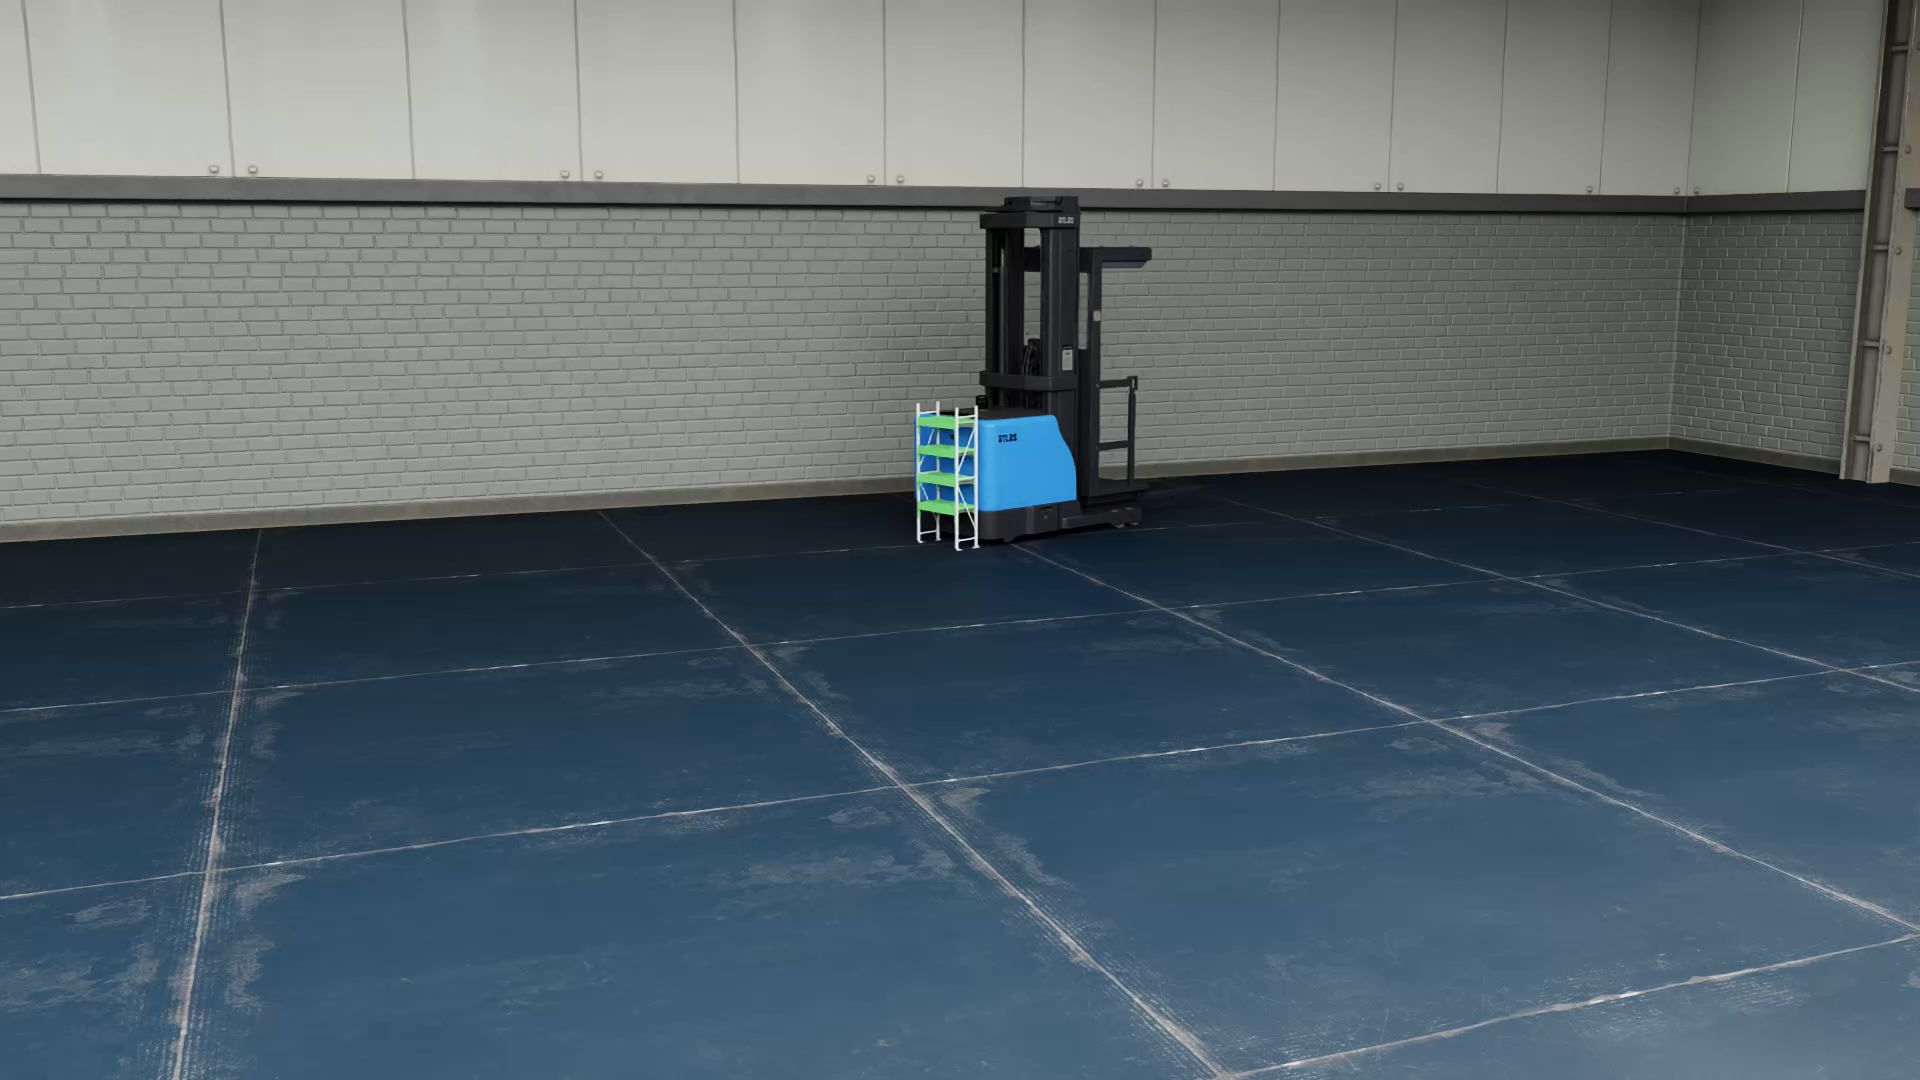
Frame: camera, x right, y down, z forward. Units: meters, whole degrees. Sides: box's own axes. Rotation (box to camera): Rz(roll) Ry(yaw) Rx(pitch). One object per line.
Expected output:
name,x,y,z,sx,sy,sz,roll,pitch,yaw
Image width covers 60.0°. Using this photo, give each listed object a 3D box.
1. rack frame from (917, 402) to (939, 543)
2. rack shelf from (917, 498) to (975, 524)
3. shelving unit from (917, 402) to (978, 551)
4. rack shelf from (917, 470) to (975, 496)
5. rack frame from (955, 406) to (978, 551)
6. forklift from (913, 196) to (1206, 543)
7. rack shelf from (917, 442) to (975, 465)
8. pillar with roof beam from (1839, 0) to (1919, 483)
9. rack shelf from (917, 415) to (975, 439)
rack frame,-0.272,-0.577,14.238,0.240,1.200,0.015,-9,13,-41
rack shelf,-0.109,-0.246,14.113,0.258,0.148,0.480,-9,13,-41
shelving unit,-0.109,-0.545,14.059,0.258,1.200,0.503,-9,13,-41
rack shelf,-0.109,-0.482,14.071,0.258,0.148,0.480,-9,13,-41
rack frame,0.054,-0.514,13.881,0.240,1.200,0.015,-9,13,-41
forklift,1.025,-1.612,15.111,3.031,2.935,1.130,-9,13,-41
rack shelf,-0.109,-0.719,14.029,0.258,0.148,0.480,-9,13,-41
pillar with roof beam,5.823,-4.808,15.754,9.100,9.000,0.400,-4,11,-21
rack shelf,-0.109,-0.955,13.987,0.258,0.148,0.480,-9,13,-41
